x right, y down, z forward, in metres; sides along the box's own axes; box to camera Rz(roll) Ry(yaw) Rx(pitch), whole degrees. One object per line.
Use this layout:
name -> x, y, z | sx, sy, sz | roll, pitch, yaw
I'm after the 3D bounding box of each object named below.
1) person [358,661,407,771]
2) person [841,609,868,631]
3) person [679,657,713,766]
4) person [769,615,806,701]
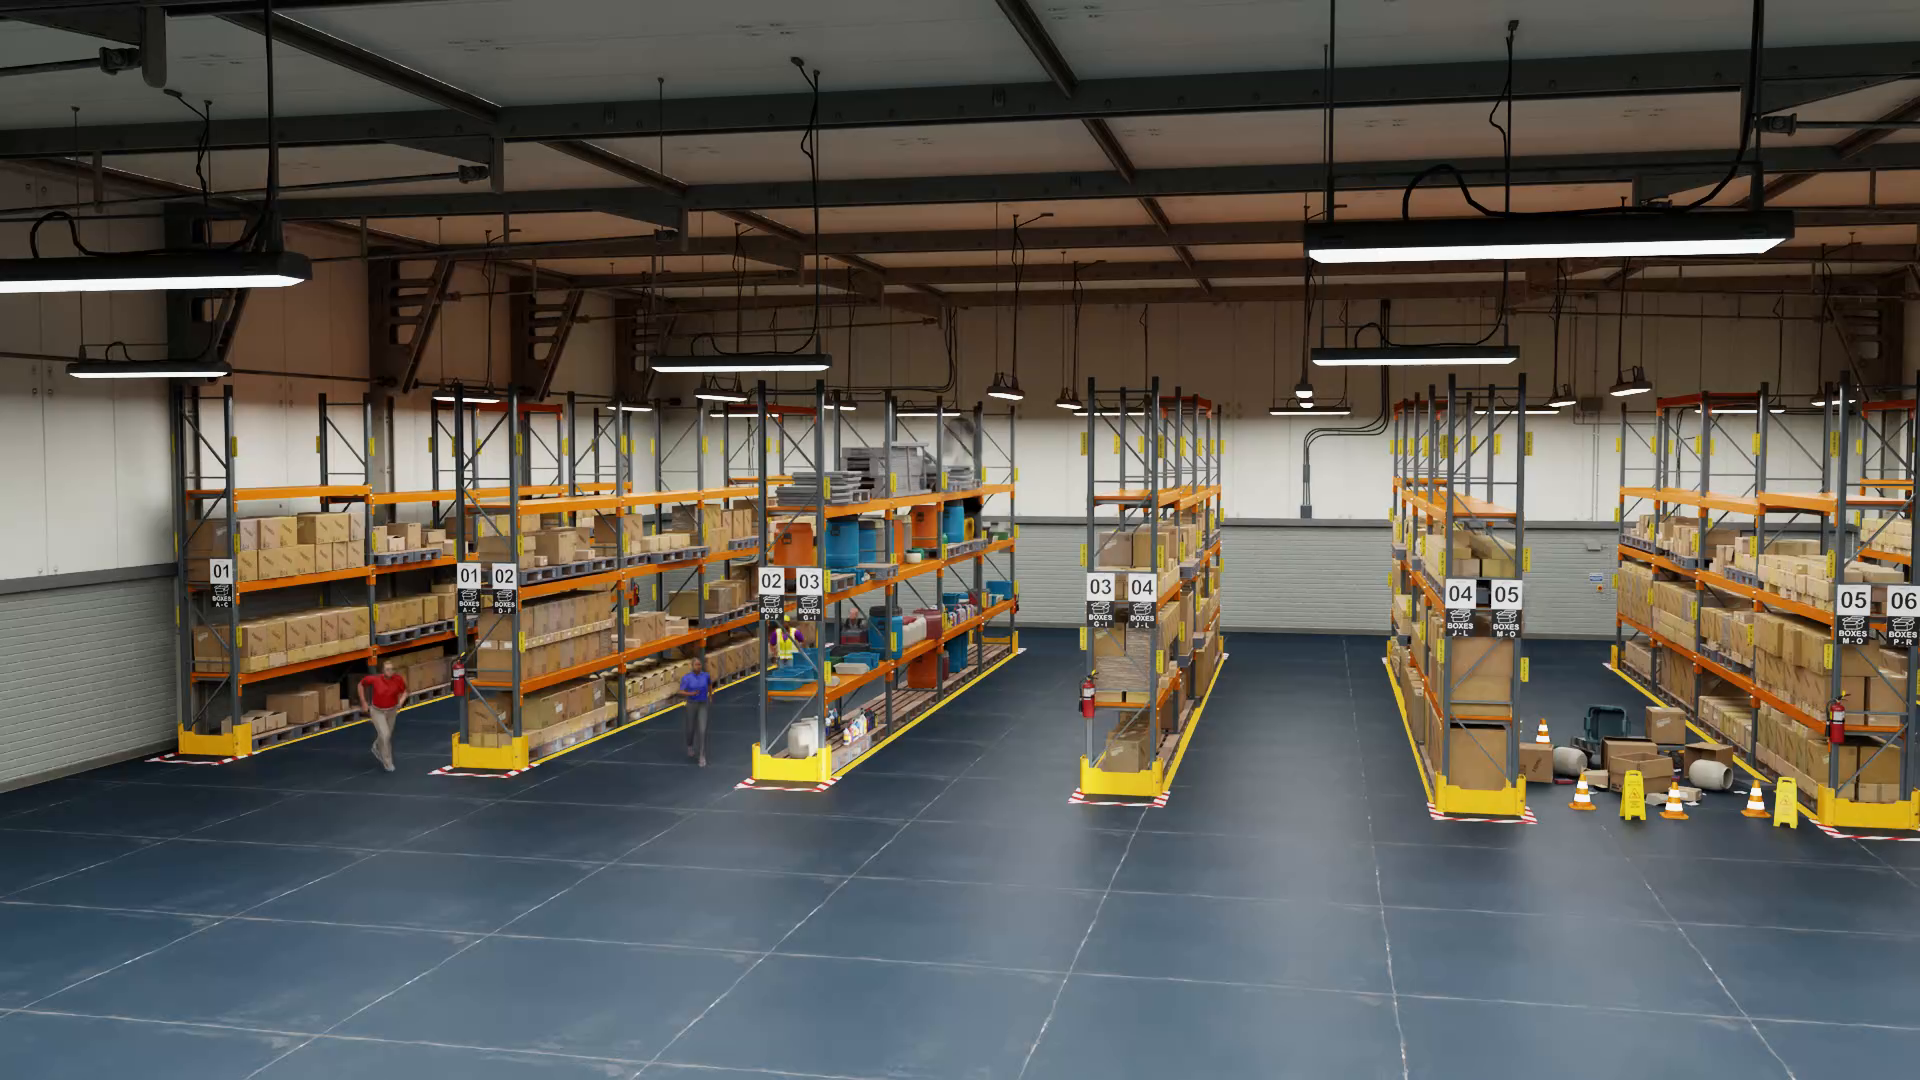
person -> -9.029, 2.747, 25.982 | 0.702, 1.761, 0.959 | -3, 4, -40
person -> -2.204, 2.235, 34.596 | 0.645, 1.646, 0.812 | 0, 3, 7
person -> -4.172, 2.676, 26.324 | 0.566, 1.663, 0.929 | -1, 3, -17
person -> -3.392, 2.319, 32.526 | 0.688, 1.714, 0.639 | 0, 3, 5
